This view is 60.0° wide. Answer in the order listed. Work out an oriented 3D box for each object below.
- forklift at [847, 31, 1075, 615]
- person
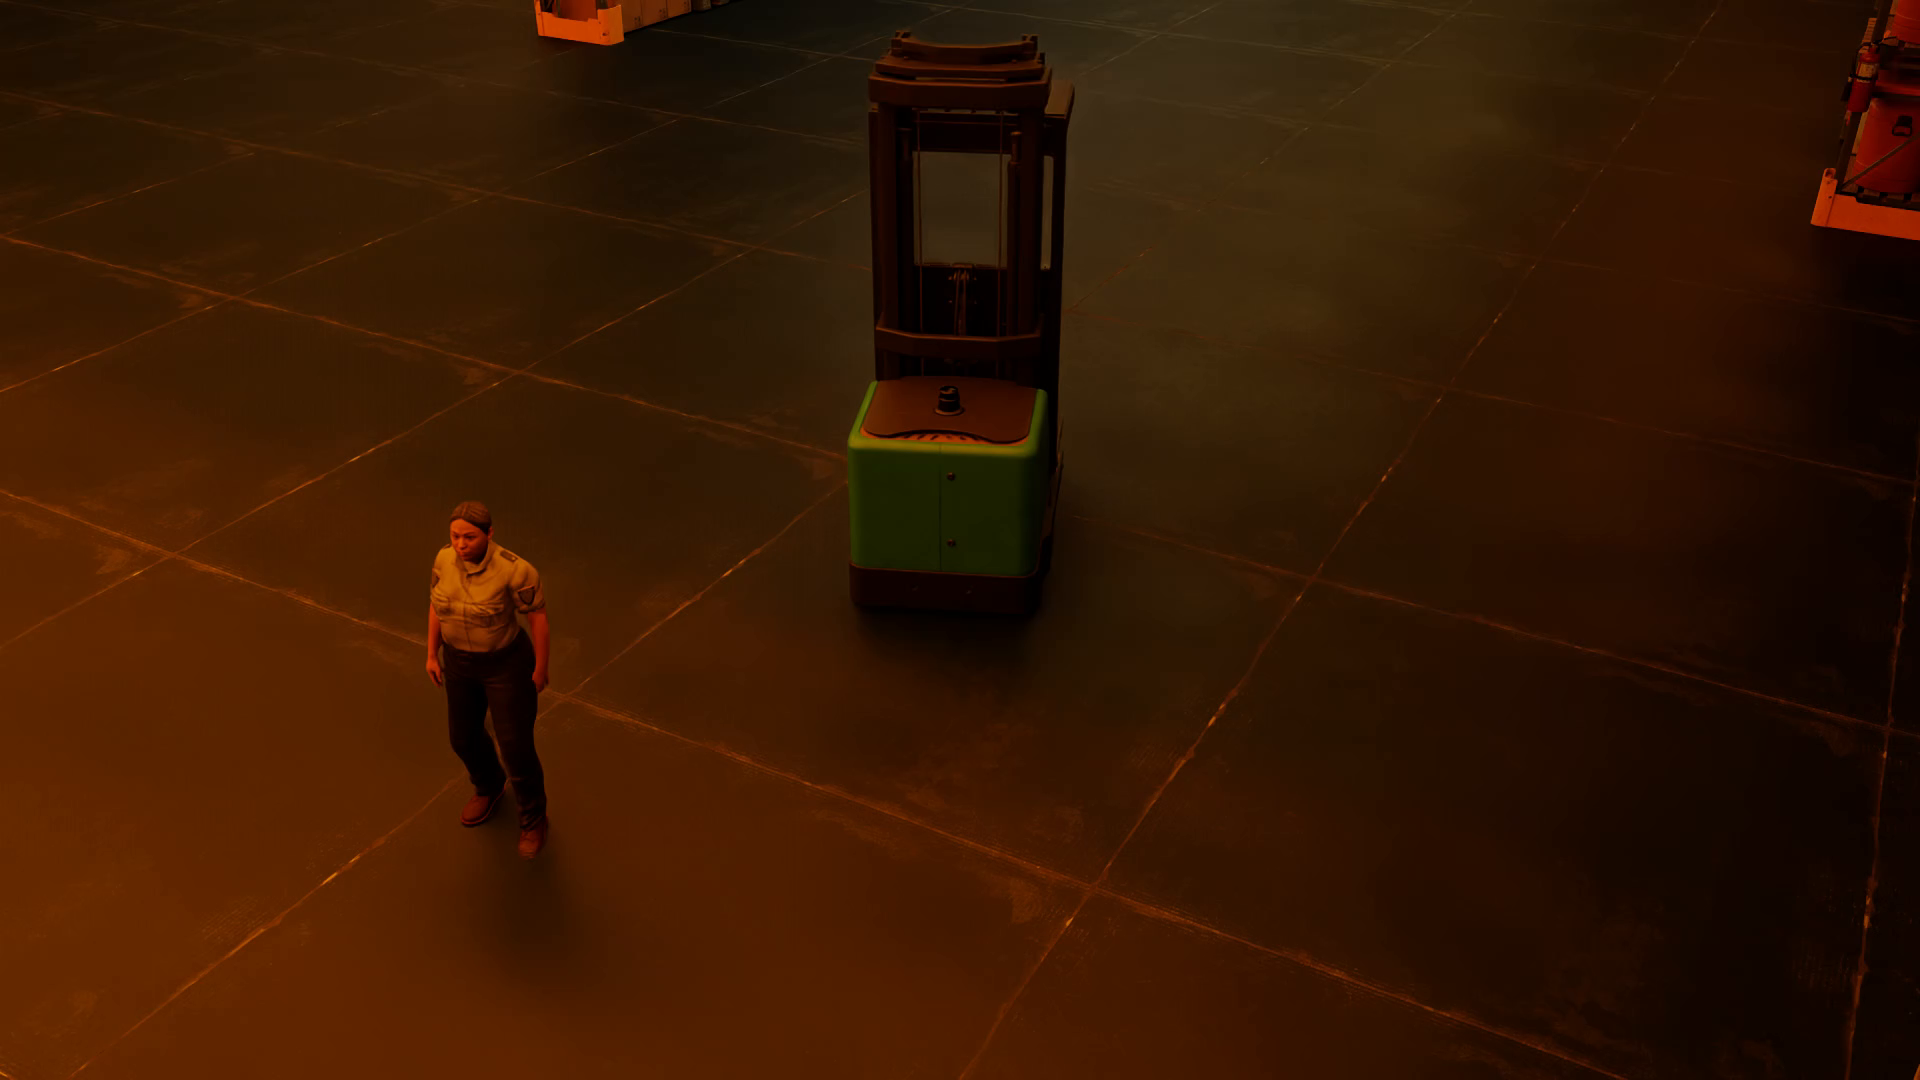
[{"bbox_3d":[0.072,-1.572,9.794,1.130,2.935,3.031,3,30,6],"label":"forklift"},{"bbox_3d":[-2.111,0.608,7.351,0.556,1.684,0.475,9,31,15],"label":"person"}]
